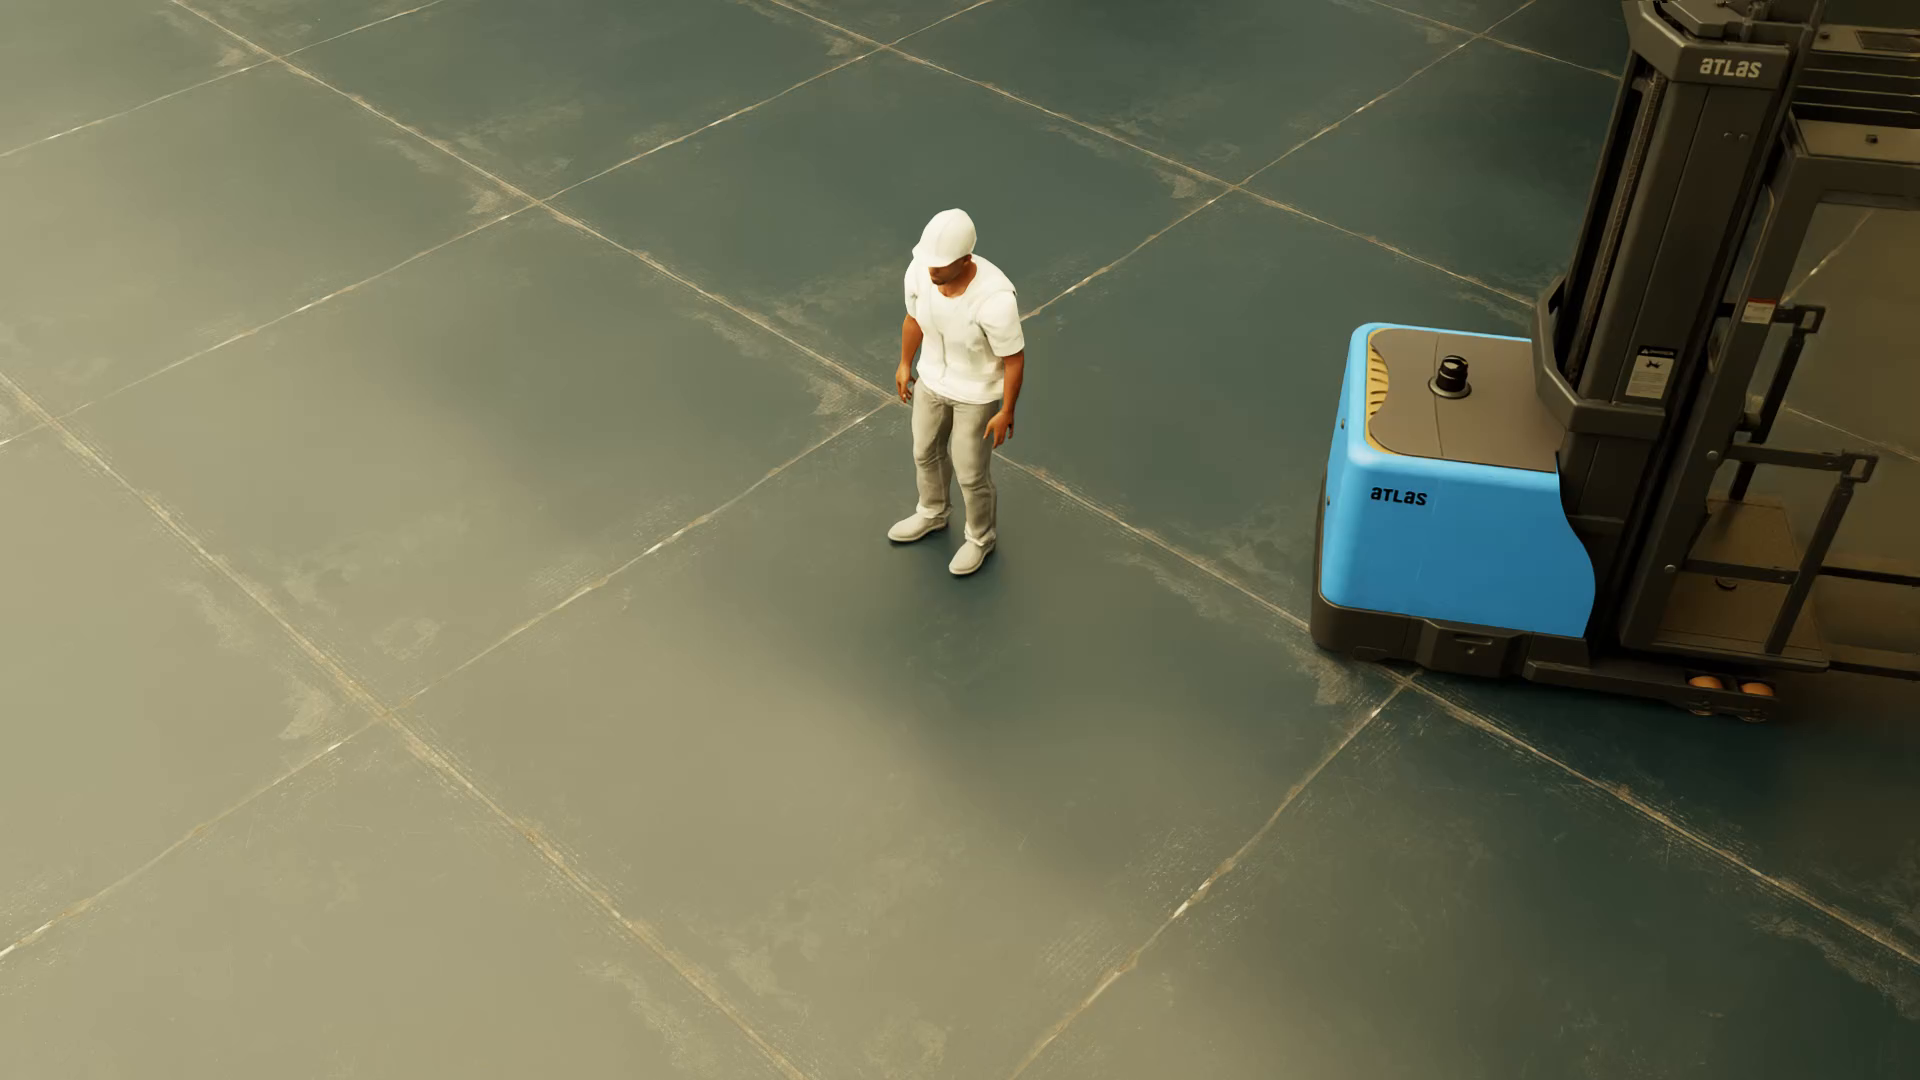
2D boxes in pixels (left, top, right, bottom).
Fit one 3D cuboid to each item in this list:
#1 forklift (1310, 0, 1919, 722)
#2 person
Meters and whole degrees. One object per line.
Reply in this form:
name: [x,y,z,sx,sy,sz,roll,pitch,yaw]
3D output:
forklift: [3.067,-0.746,6.297,3.031,2.935,1.130,7,41,9]
person: [-0.021,-0.642,7.082,0.626,1.756,0.460,29,48,30]
